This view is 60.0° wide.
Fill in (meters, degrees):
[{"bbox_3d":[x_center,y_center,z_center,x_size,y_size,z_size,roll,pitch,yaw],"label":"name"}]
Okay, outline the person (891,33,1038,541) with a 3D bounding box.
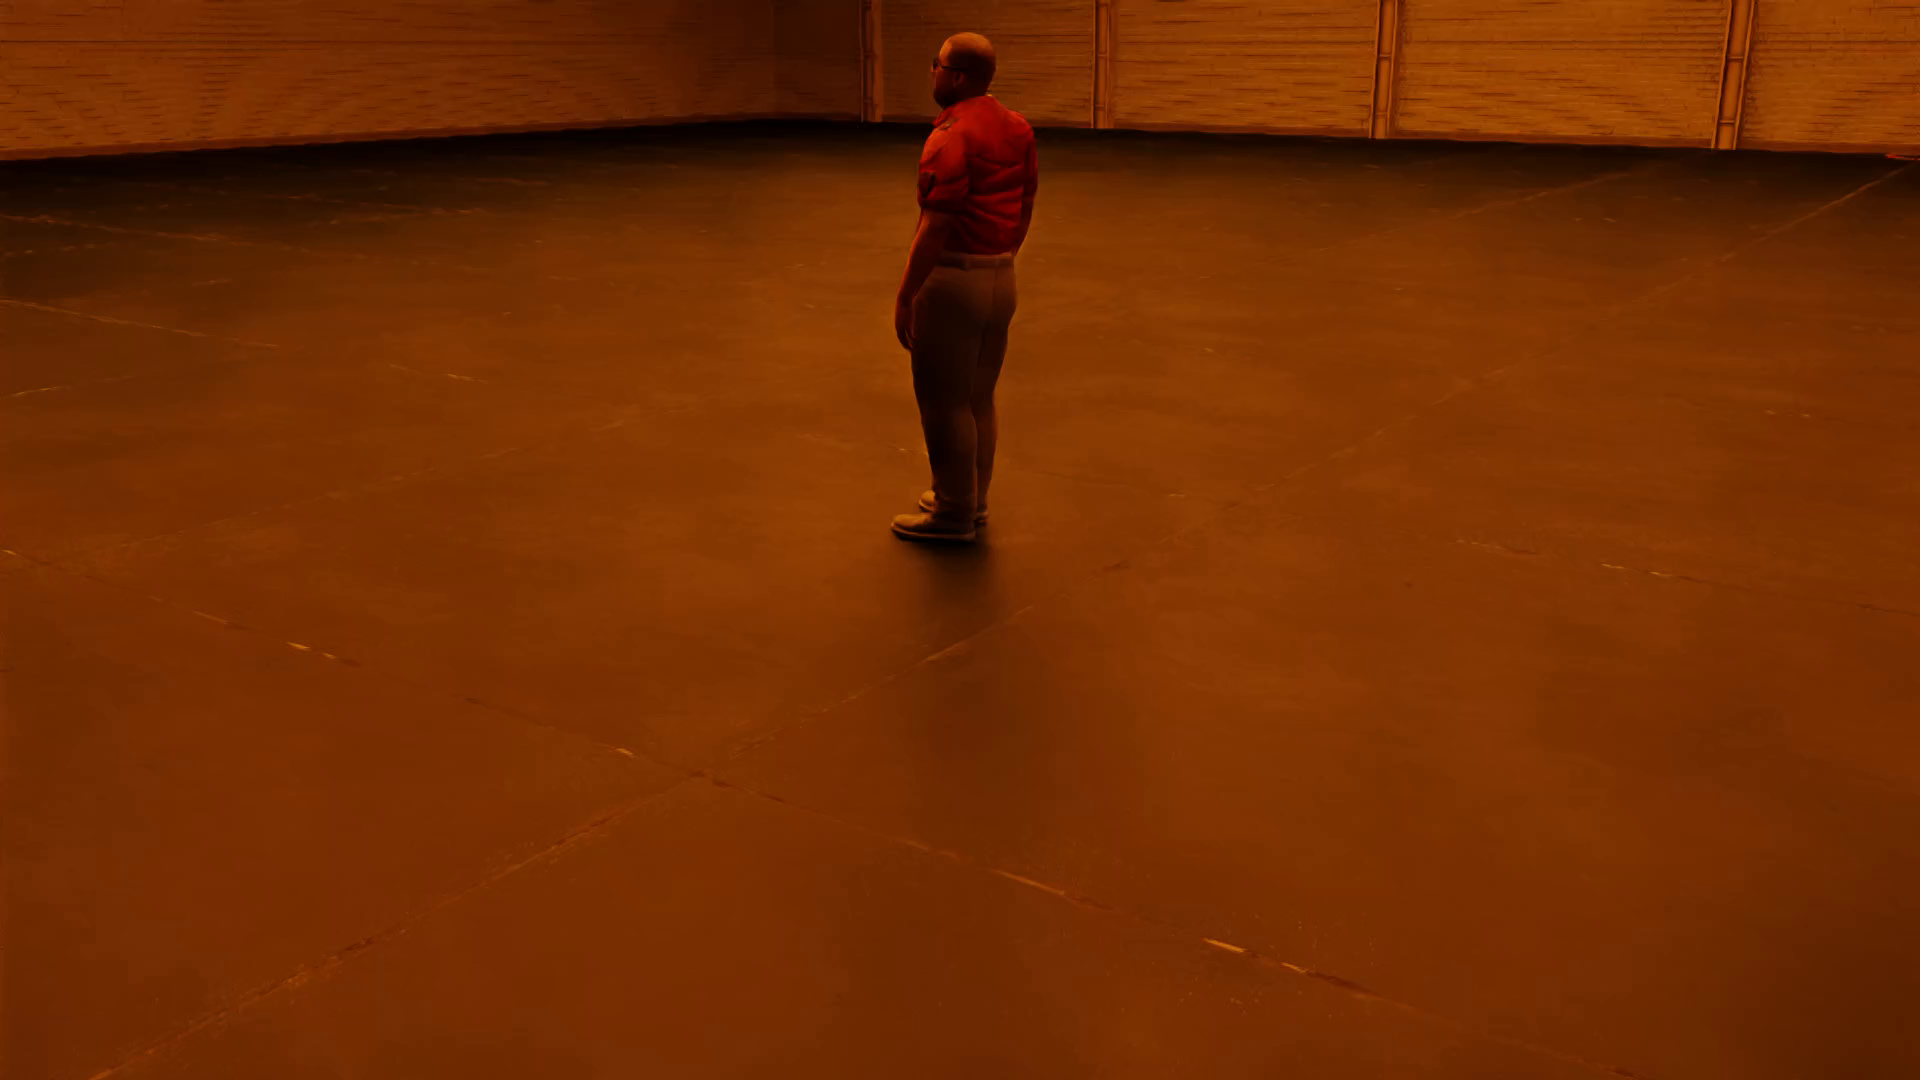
[{"bbox_3d":[-0.067,-0.852,5.757,0.550,1.726,0.640,11,20,33],"label":"person"}]
